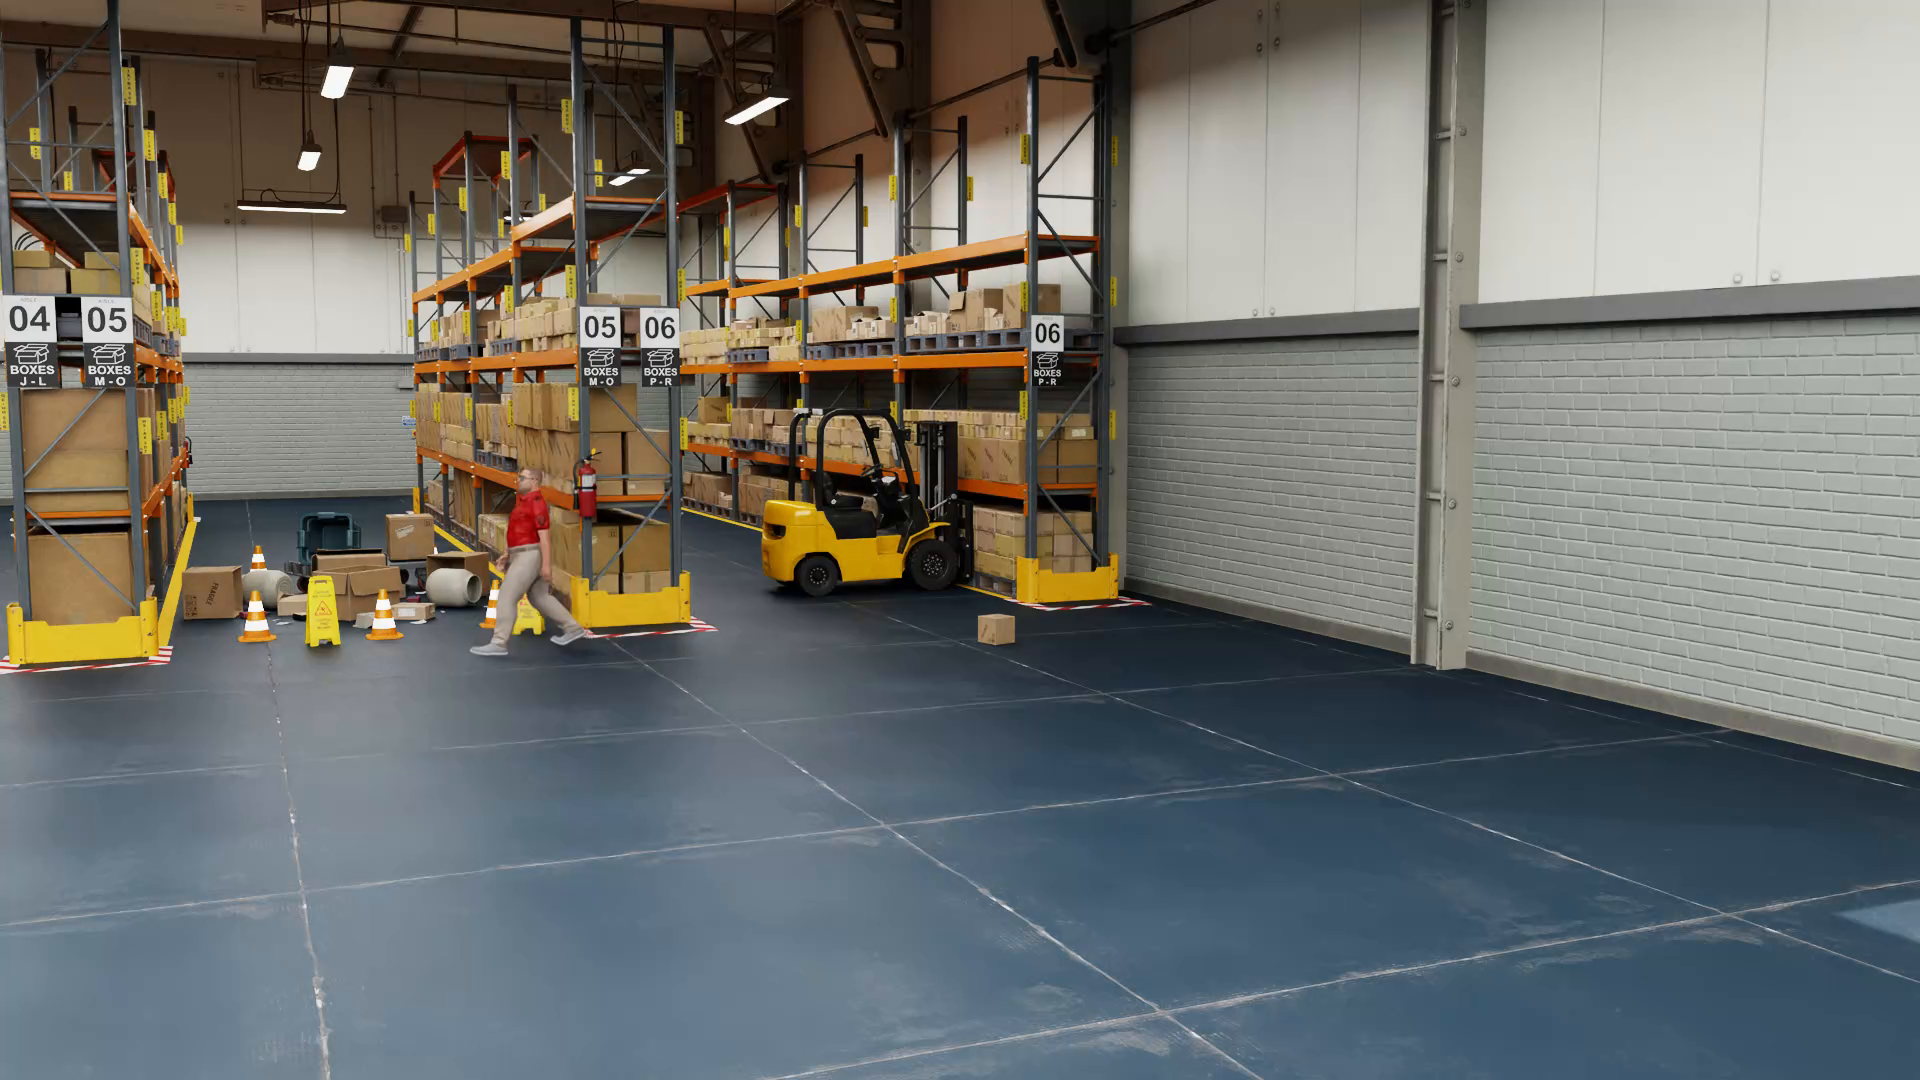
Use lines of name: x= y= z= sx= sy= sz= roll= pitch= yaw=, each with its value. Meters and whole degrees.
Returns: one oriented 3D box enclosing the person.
person: x=-3.891 y=0.180 z=14.940 sx=1.029 sy=1.674 sz=0.526 roll=-2 pitch=6 yaw=-18
